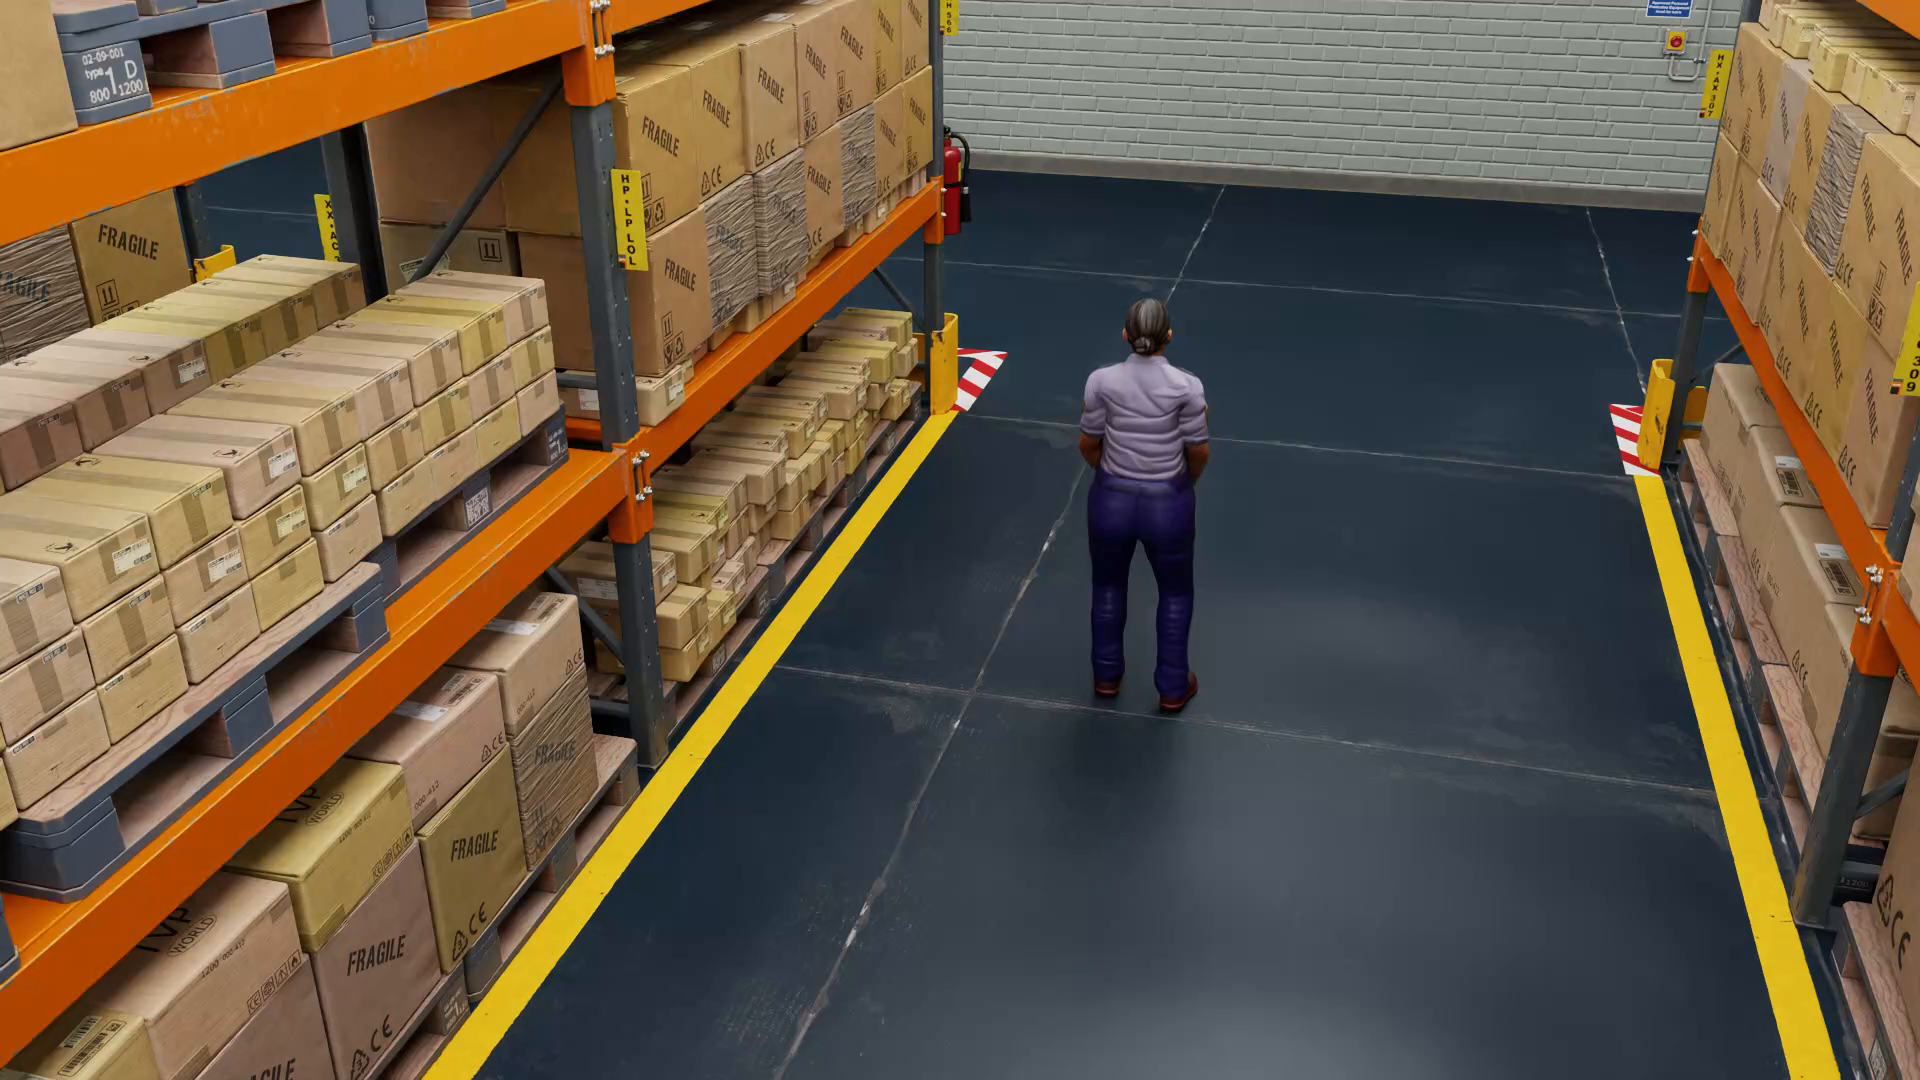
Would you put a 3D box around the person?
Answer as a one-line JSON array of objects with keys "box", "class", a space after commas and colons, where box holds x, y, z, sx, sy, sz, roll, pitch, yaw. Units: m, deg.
[{"box": [0.705, -0.135, 6.397, 0.506, 1.656, 0.423, 6, 26, 12], "class": "person"}]
